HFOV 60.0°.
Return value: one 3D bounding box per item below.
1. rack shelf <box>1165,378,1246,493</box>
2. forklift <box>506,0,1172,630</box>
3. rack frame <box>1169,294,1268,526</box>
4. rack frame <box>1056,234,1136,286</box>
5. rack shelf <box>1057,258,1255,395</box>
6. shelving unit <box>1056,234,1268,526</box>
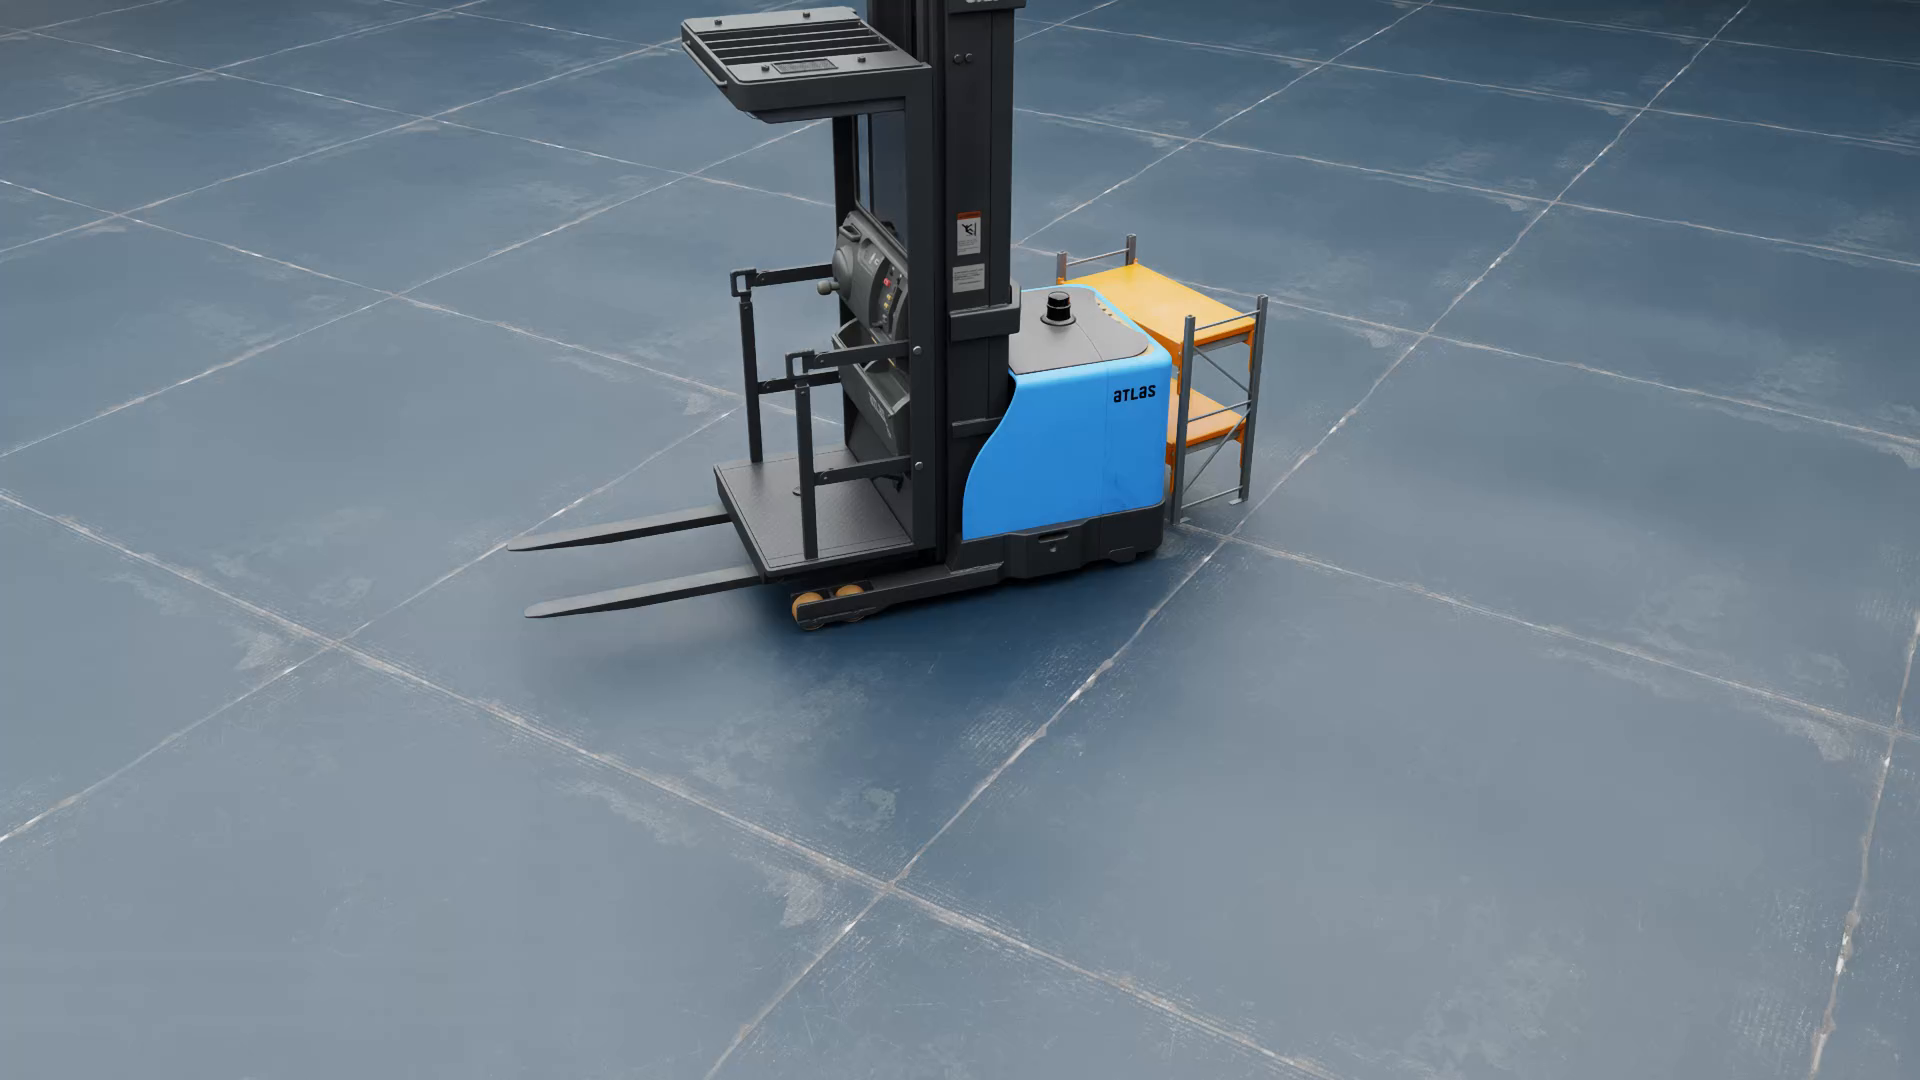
[{"bbox_3d":[0.995,-0.634,8.705,0.538,0.278,1.000,-18,35,-28],"label":"rack shelf"},{"bbox_3d":[-0.585,-1.158,7.327,3.031,2.935,1.130,-10,32,-17],"label":"forklift"},{"bbox_3d":[1.275,-0.631,8.216,0.500,1.125,0.032,-18,35,-28],"label":"rack frame"},{"bbox_3d":[0.715,-1.059,8.949,0.500,1.125,0.032,-18,35,-28],"label":"rack frame"},{"bbox_3d":[0.995,-1.098,8.435,0.538,0.278,1.000,-18,35,-28],"label":"rack shelf"},{"bbox_3d":[0.995,-0.845,8.582,0.538,1.125,1.048,-18,35,-28],"label":"shelving unit"}]
